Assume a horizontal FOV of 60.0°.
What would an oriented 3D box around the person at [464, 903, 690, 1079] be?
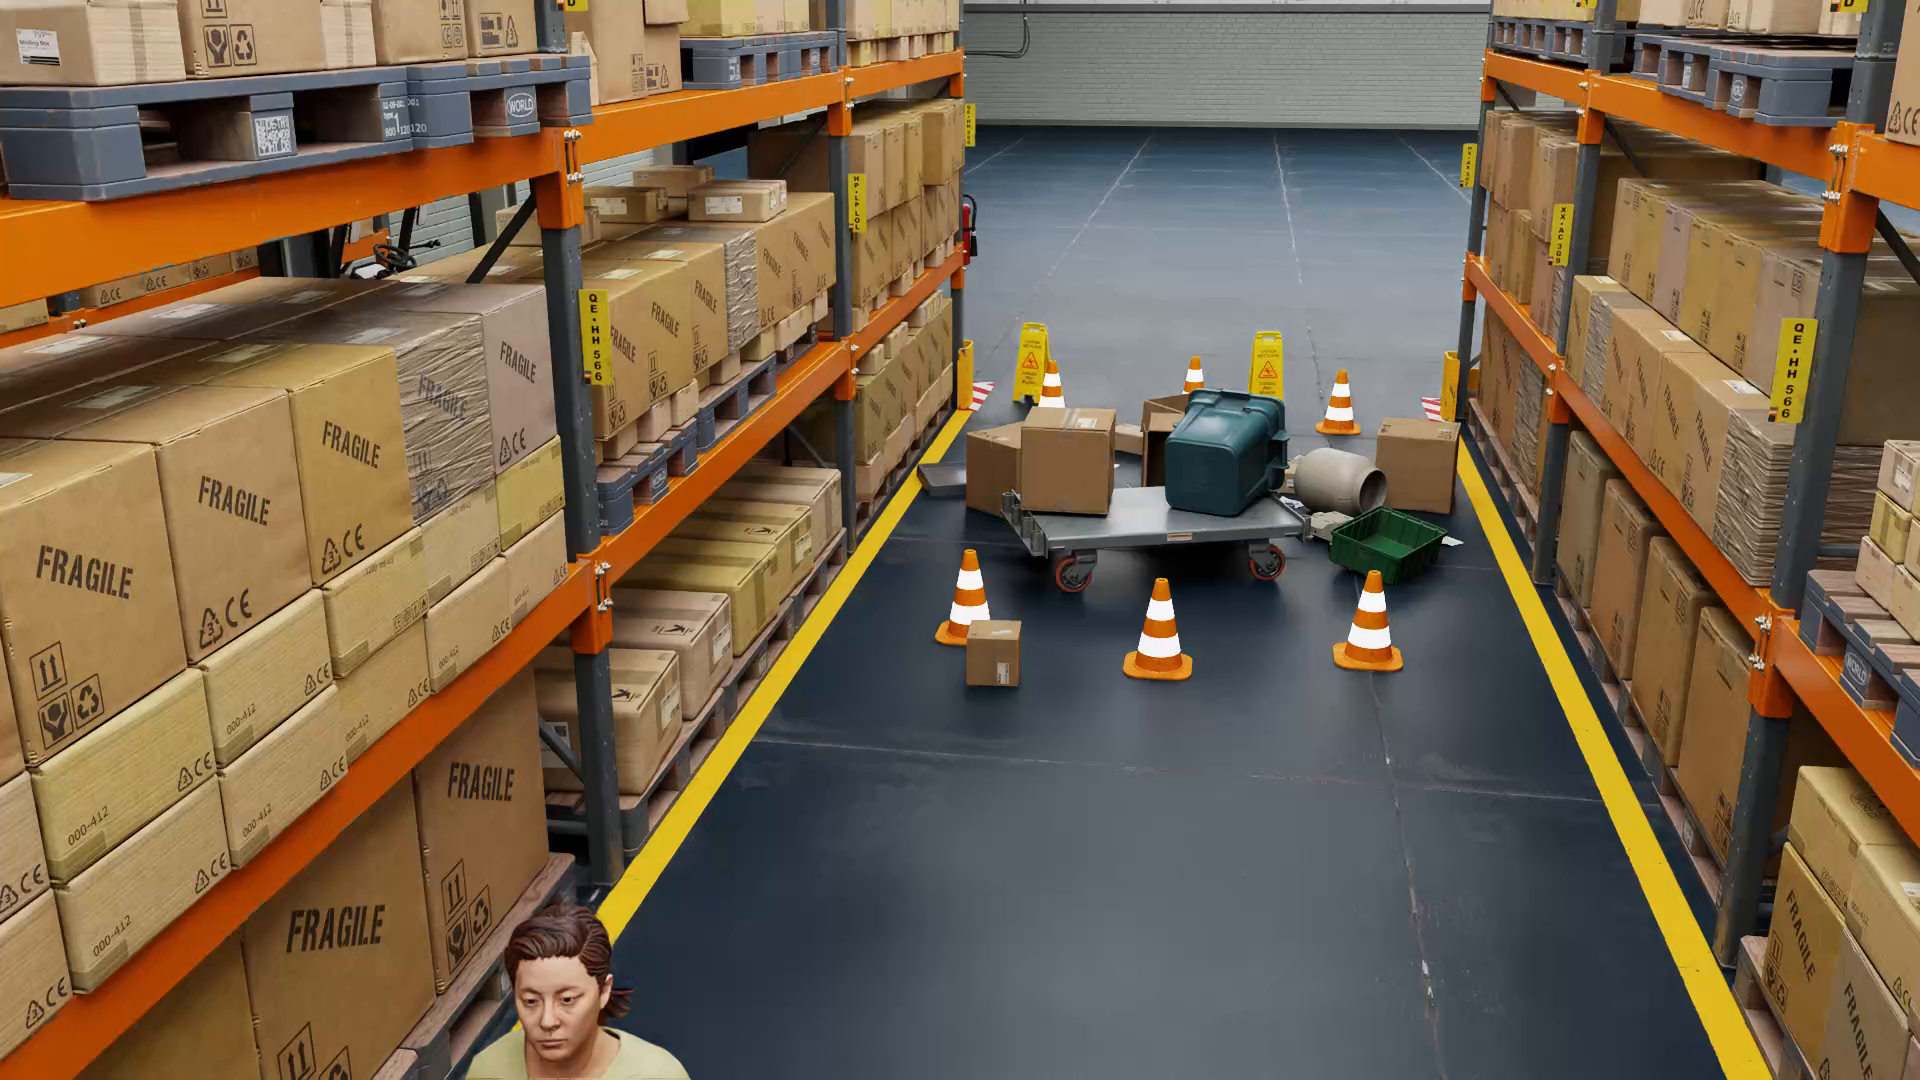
[{"bbox_3d":[-0.732,1.455,3.051,0.451,1.611,0.995,3,18,10],"label":"person"}]
